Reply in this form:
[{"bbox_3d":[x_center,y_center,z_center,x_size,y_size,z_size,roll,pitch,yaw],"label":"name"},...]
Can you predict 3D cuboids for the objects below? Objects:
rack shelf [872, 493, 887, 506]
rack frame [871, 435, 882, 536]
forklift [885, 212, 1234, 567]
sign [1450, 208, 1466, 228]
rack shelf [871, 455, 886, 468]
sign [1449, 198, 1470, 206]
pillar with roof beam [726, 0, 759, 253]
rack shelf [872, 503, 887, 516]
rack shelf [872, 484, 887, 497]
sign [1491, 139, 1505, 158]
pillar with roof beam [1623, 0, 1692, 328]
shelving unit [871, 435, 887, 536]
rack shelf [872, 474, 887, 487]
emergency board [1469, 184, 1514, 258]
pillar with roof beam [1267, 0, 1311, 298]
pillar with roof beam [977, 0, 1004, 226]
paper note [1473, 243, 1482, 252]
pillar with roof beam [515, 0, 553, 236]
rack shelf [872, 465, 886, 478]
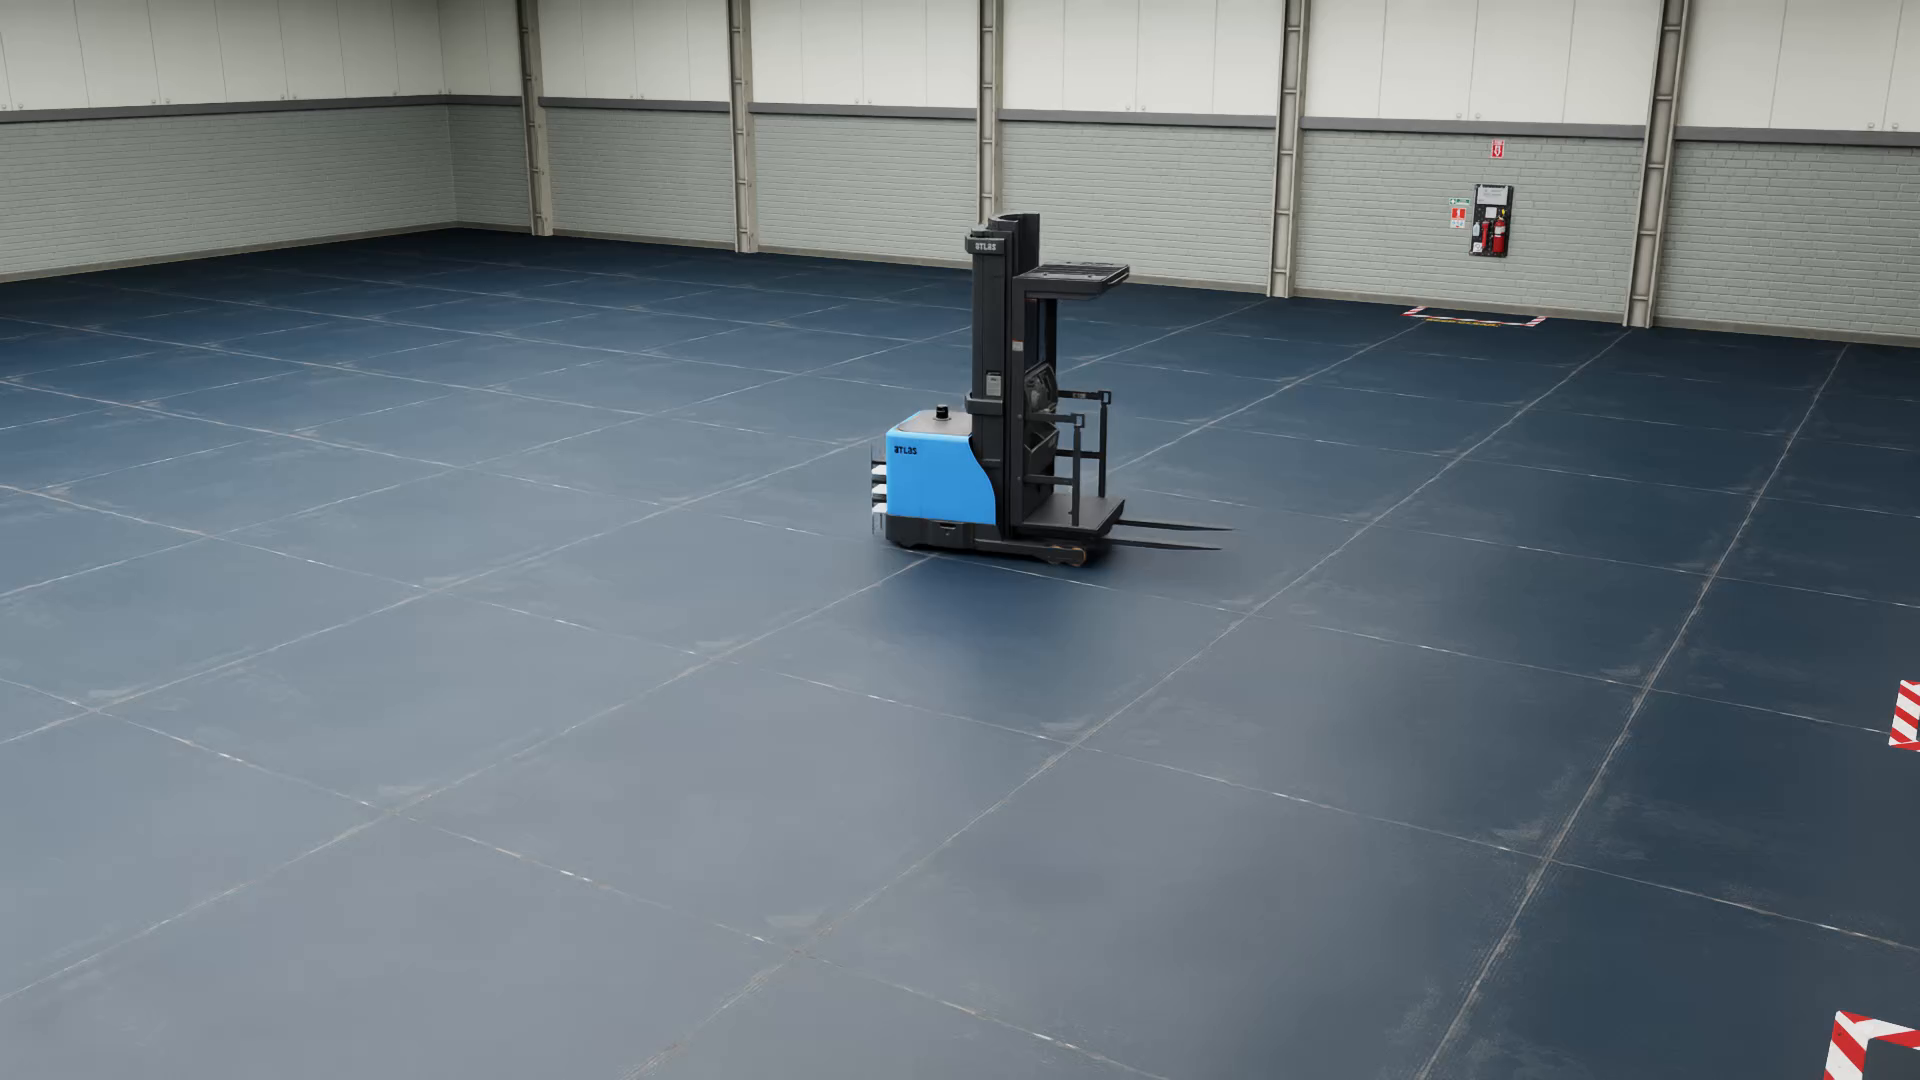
[{"bbox_3d":[-0.674,-0.373,15.353,0.200,0.077,0.258,5,18,17],"label":"rack shelf"},{"bbox_3d":[-0.771,-0.500,15.347,0.006,0.900,0.240,5,18,17],"label":"rack frame"},{"bbox_3d":[0.901,-1.342,14.626,3.031,2.935,1.130,5,18,17],"label":"forklift"},{"bbox_3d":[8.291,-5.360,27.674,0.234,0.329,0.001,10,20,30],"label":"sign"},{"bbox_3d":[-0.674,-0.717,15.248,0.200,0.077,0.258,5,18,17],"label":"rack shelf"},{"bbox_3d":[8.290,-5.611,27.587,0.331,0.109,0.001,10,20,30],"label":"sign"},{"bbox_3d":[-6.797,-9.390,30.681,0.400,9.000,9.100,10,20,30],"label":"pillar with roof beam"},{"bbox_3d":[-0.674,-0.286,15.379,0.200,0.077,0.258,5,18,17],"label":"rack shelf"},{"bbox_3d":[-0.674,-0.459,15.327,0.200,0.077,0.258,5,18,17],"label":"rack shelf"},{"bbox_3d":[8.753,-6.369,27.066,0.199,0.298,0.001,10,20,30],"label":"sign"},{"bbox_3d":[8.541,-6.652,21.667,0.400,9.000,9.100,10,20,30],"label":"pillar with roof beam"},{"bbox_3d":[-0.674,-0.491,15.317,0.210,0.900,0.258,5,18,17],"label":"shelving unit"},{"bbox_3d":[-0.674,-0.545,15.300,0.200,0.077,0.258,5,18,17],"label":"rack shelf"},{"bbox_3d":[8.708,-5.233,27.318,0.643,1.169,0.194,10,20,30],"label":"emergency board"},{"bbox_3d":[3.428,-7.565,24.672,0.400,9.000,9.100,10,20,30],"label":"pillar with roof beam"},{"bbox_3d":[-1.685,-8.478,27.676,0.400,9.000,9.100,10,20,30],"label":"pillar with roof beam"},{"bbox_3d":[8.593,-4.856,27.591,0.142,0.148,0.016,10,20,30],"label":"paper note"},{"bbox_3d":[-11.910,-10.303,33.685,0.400,9.000,9.100,10,20,30],"label":"pillar with roof beam"},{"bbox_3d":[-0.674,-0.631,15.274,0.200,0.077,0.258,5,18,17],"label":"rack shelf"}]
